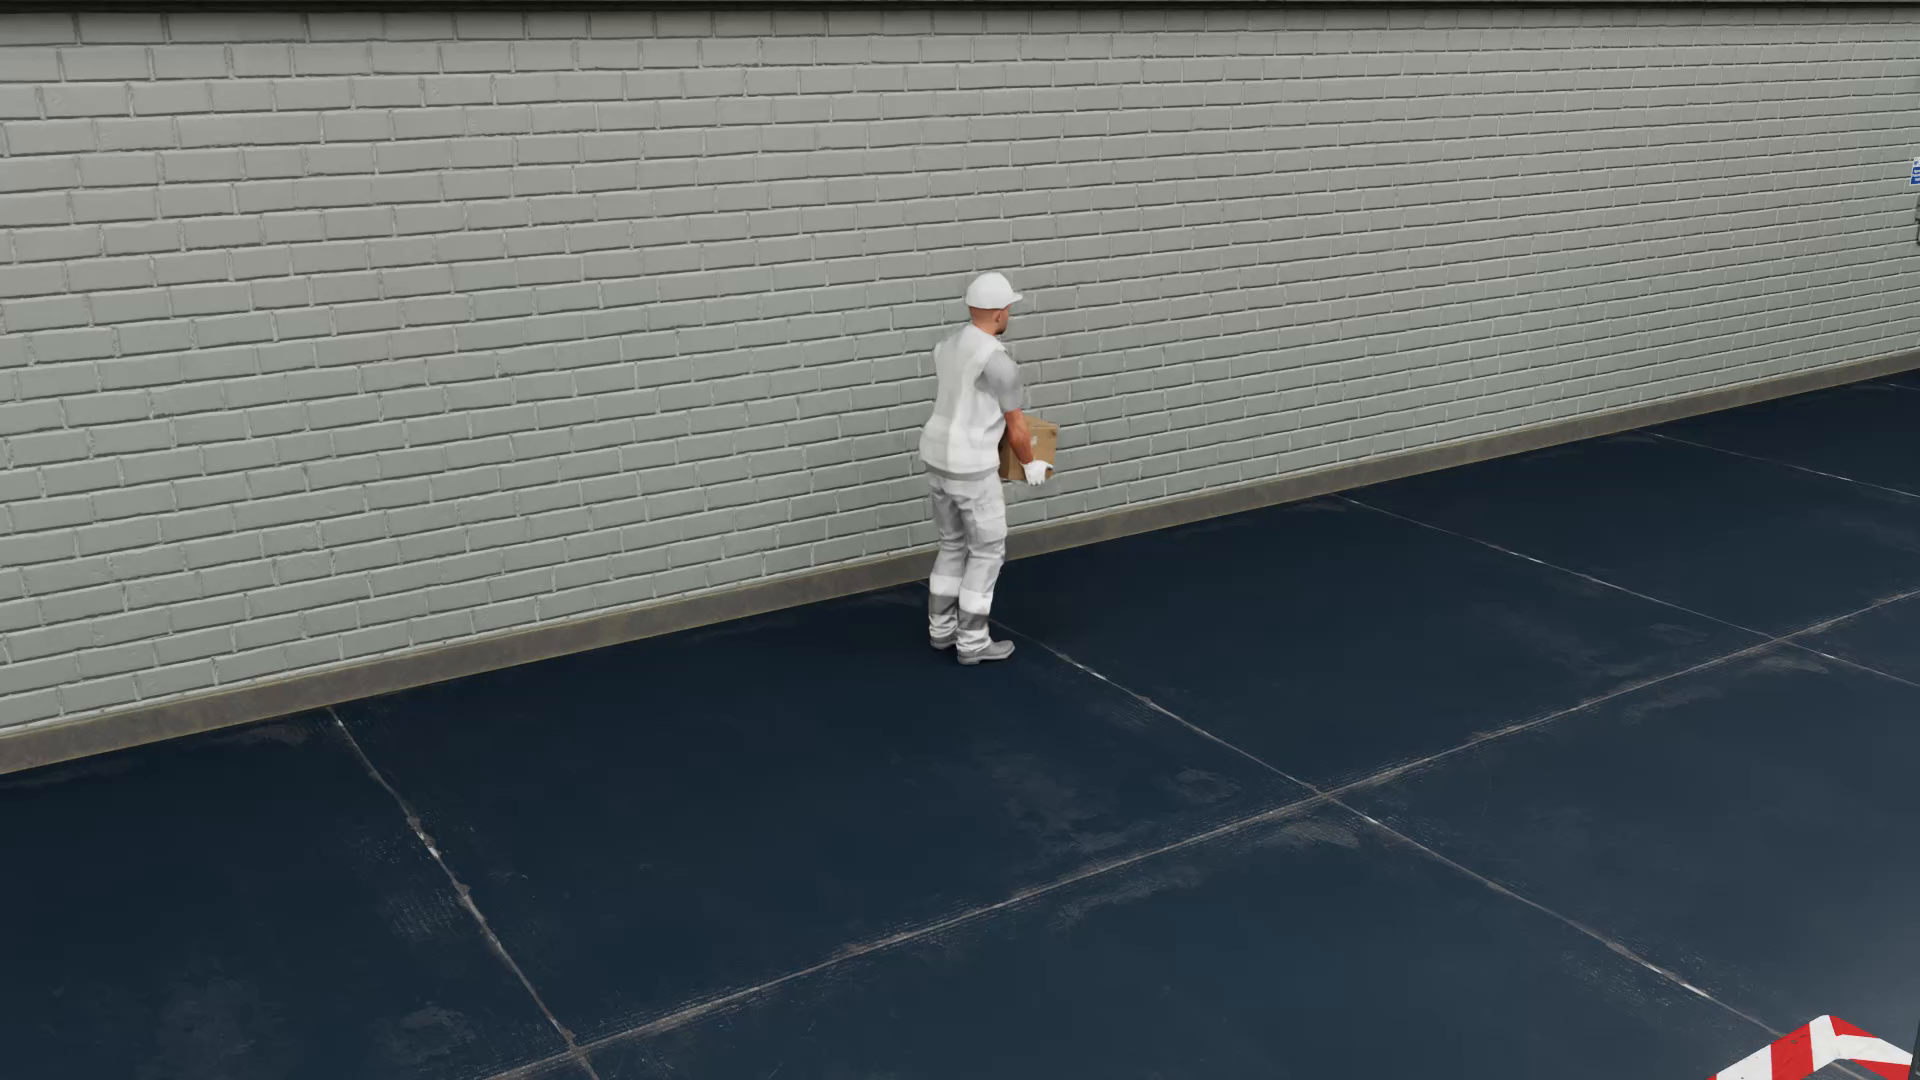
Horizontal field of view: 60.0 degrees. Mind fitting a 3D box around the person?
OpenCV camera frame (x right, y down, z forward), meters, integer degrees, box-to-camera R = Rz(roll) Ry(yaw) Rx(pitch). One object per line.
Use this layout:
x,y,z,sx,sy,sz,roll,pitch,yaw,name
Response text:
0.105,-0.338,7.601,0.587,1.762,0.489,-12,21,-32,person
